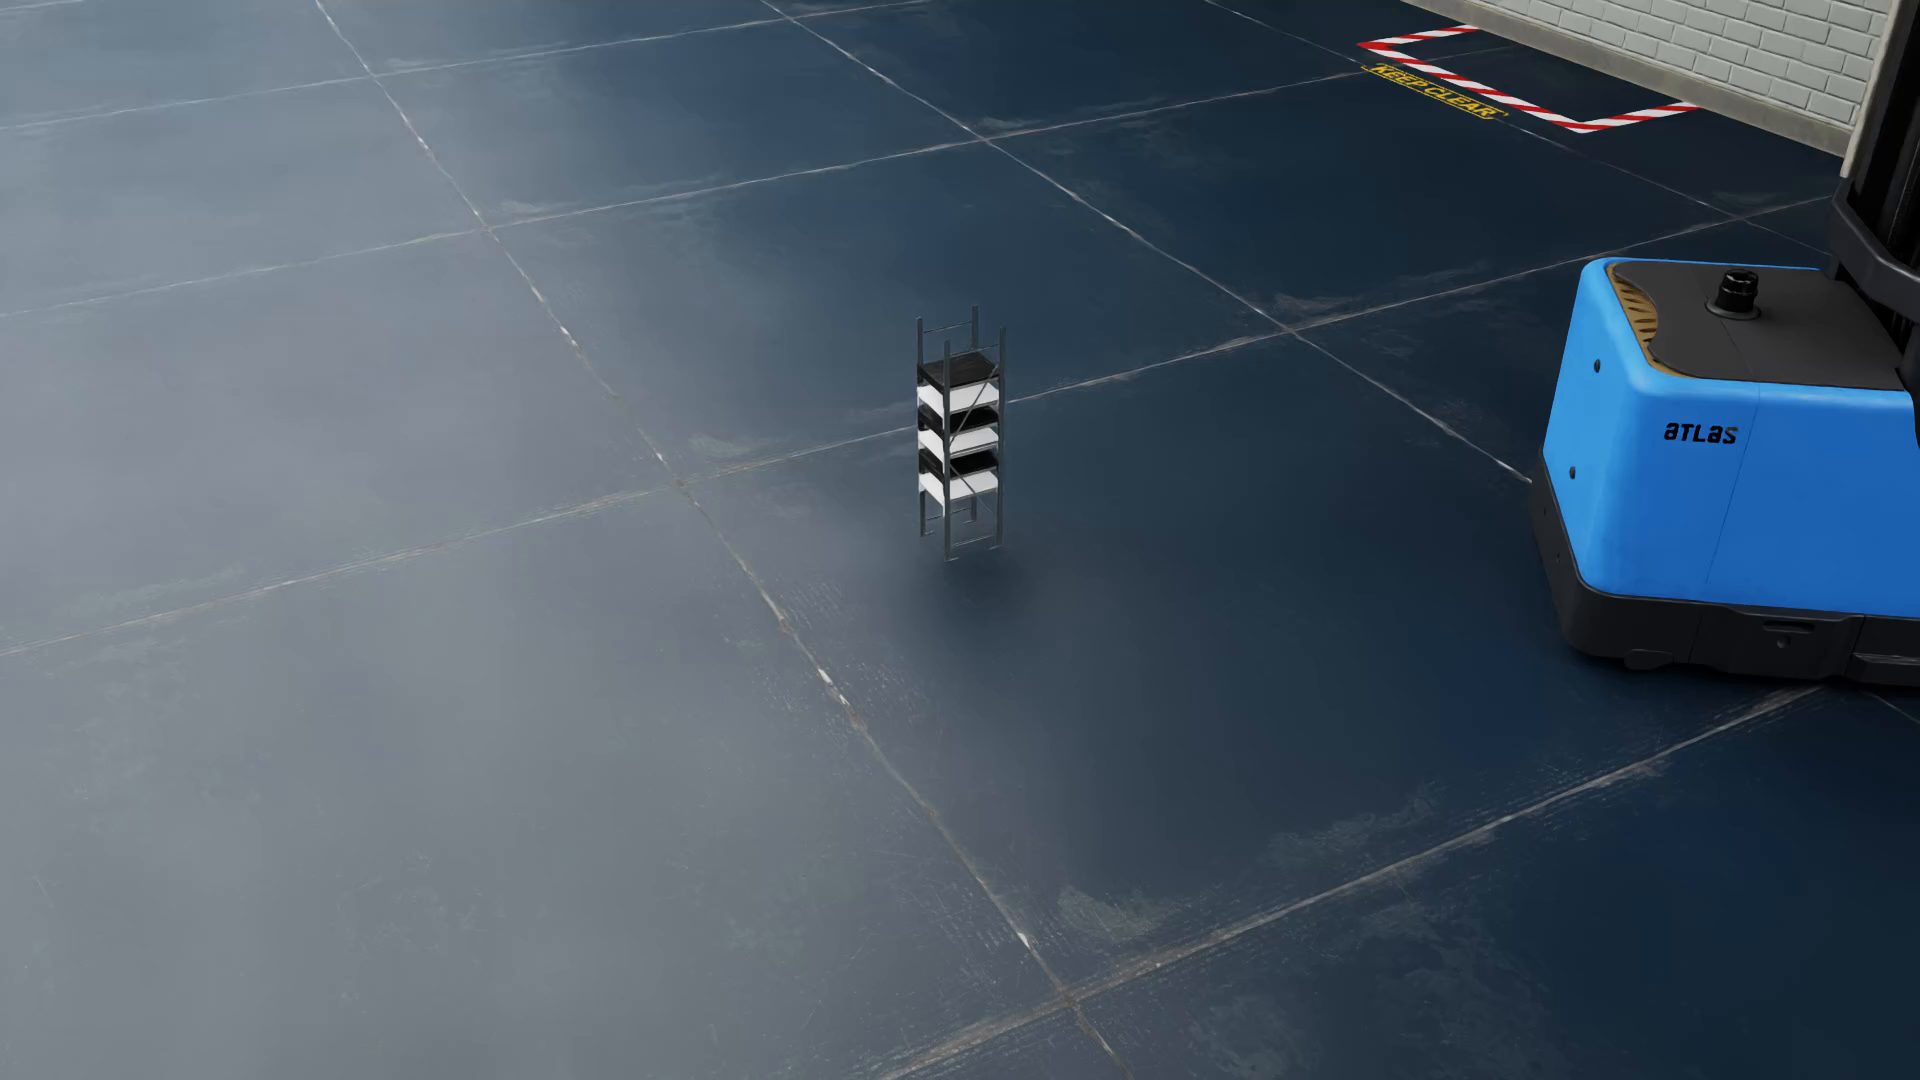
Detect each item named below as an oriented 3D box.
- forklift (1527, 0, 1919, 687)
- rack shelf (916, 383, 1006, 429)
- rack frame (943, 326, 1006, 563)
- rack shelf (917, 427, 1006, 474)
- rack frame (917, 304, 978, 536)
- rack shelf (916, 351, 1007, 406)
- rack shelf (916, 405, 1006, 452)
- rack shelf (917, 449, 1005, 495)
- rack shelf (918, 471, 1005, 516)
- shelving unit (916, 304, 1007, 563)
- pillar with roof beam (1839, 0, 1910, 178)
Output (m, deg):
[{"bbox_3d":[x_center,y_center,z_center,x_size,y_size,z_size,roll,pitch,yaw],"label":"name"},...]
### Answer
[{"bbox_3d":[3.595,-0.960,5.032,3.031,2.935,1.130,4,33,7],"label":"forklift"},{"bbox_3d":[0.004,-0.499,5.922,0.258,0.077,0.200,-16,36,-23],"label":"rack shelf"},{"bbox_3d":[0.051,-0.327,5.925,0.240,0.900,0.006,-16,36,-23],"label":"rack frame"},{"bbox_3d":[0.004,-0.347,6.019,0.258,0.077,0.200,-16,36,-23],"label":"rack shelf"},{"bbox_3d":[-0.044,-0.424,6.077,0.240,0.900,0.006,-16,36,-23],"label":"rack frame"},{"bbox_3d":[0.004,-0.574,5.874,0.258,0.077,0.200,-16,36,-23],"label":"rack shelf"},{"bbox_3d":[0.004,-0.423,5.971,0.258,0.077,0.200,-16,36,-23],"label":"rack shelf"},{"bbox_3d":[0.004,-0.271,6.068,0.258,0.077,0.200,-16,36,-23],"label":"rack shelf"},{"bbox_3d":[0.004,-0.195,6.116,0.258,0.077,0.200,-16,36,-23],"label":"rack shelf"},{"bbox_3d":[0.004,-0.375,6.001,0.258,0.900,0.210,-16,36,-23],"label":"shelving unit"},{"bbox_3d":[1.441,-4.734,5.298,9.100,9.000,0.400,-16,36,-23],"label":"pillar with roof beam"}]
